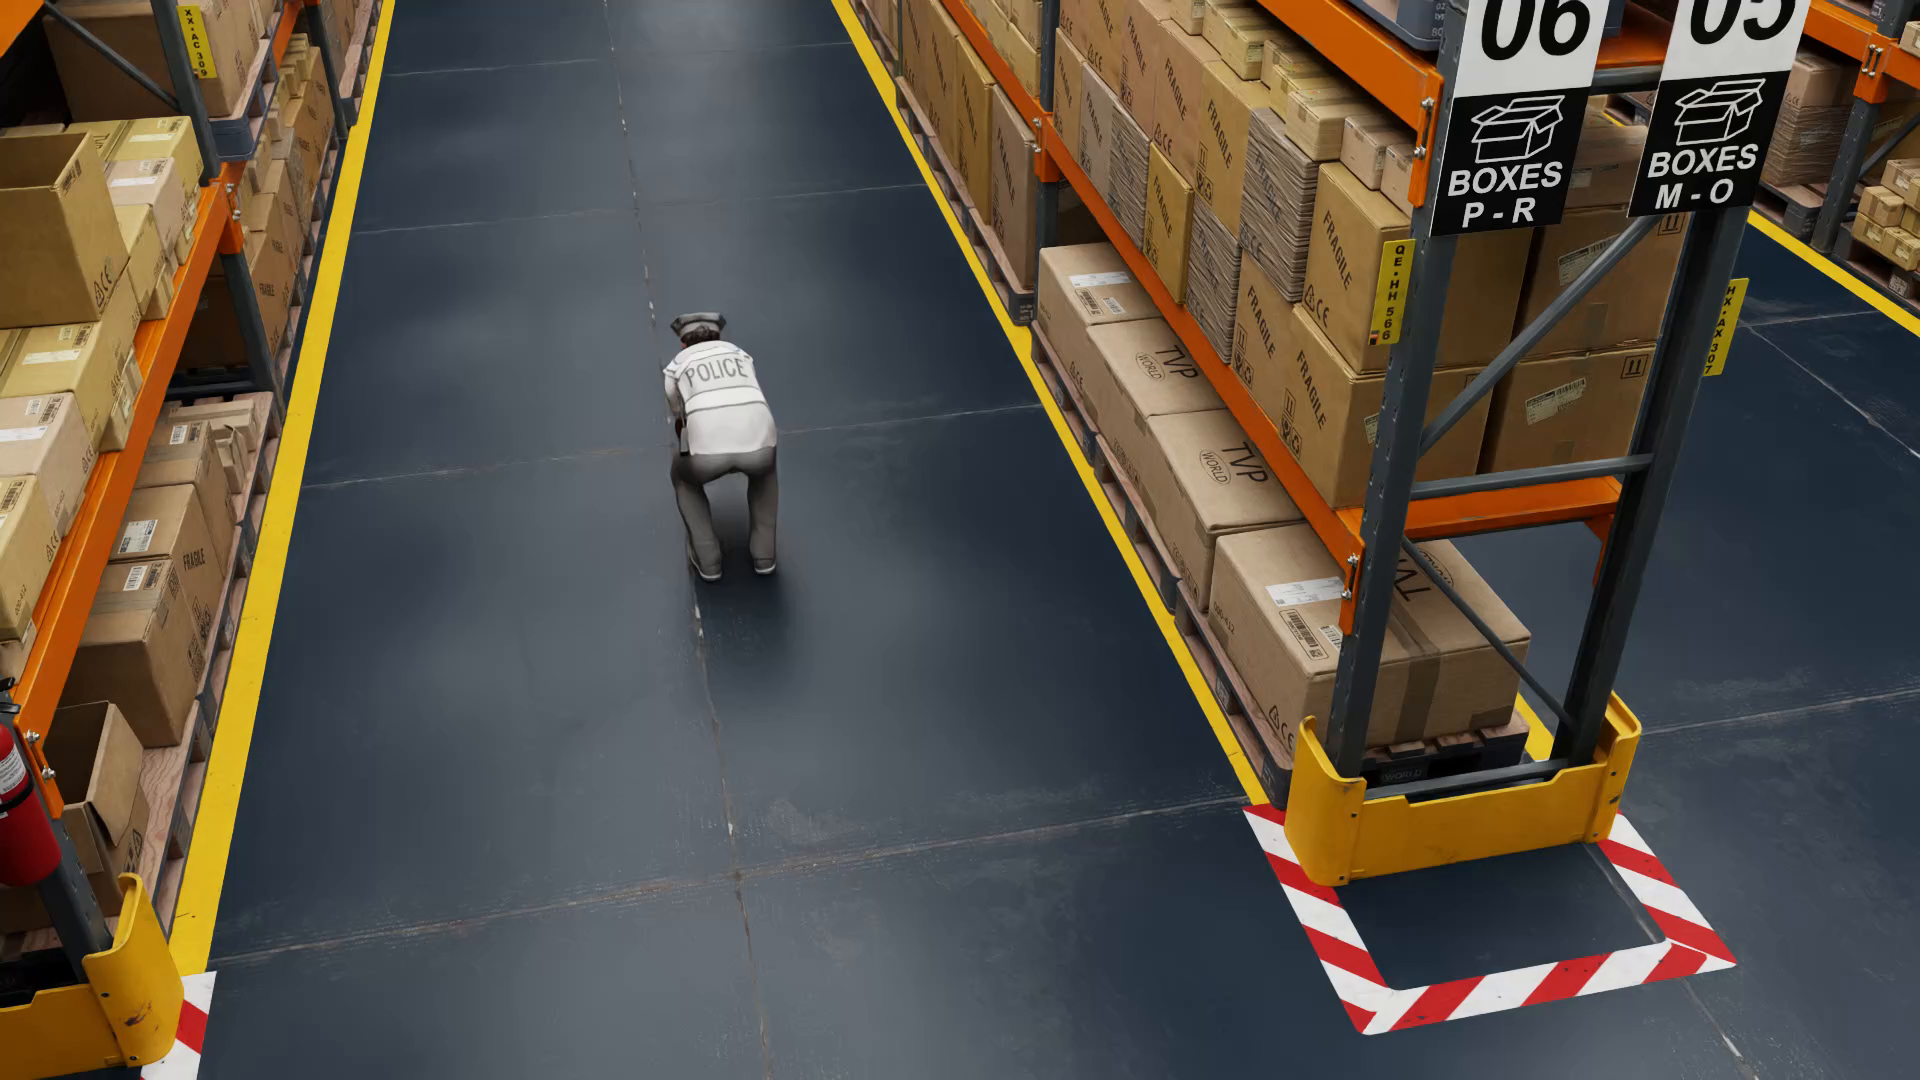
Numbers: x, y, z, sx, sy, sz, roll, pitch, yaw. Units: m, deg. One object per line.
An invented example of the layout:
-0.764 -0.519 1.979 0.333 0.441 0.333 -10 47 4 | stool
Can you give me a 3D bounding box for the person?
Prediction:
-1.072 -0.448 7.369 0.407 1.015 0.800 -9 36 -13 | person
